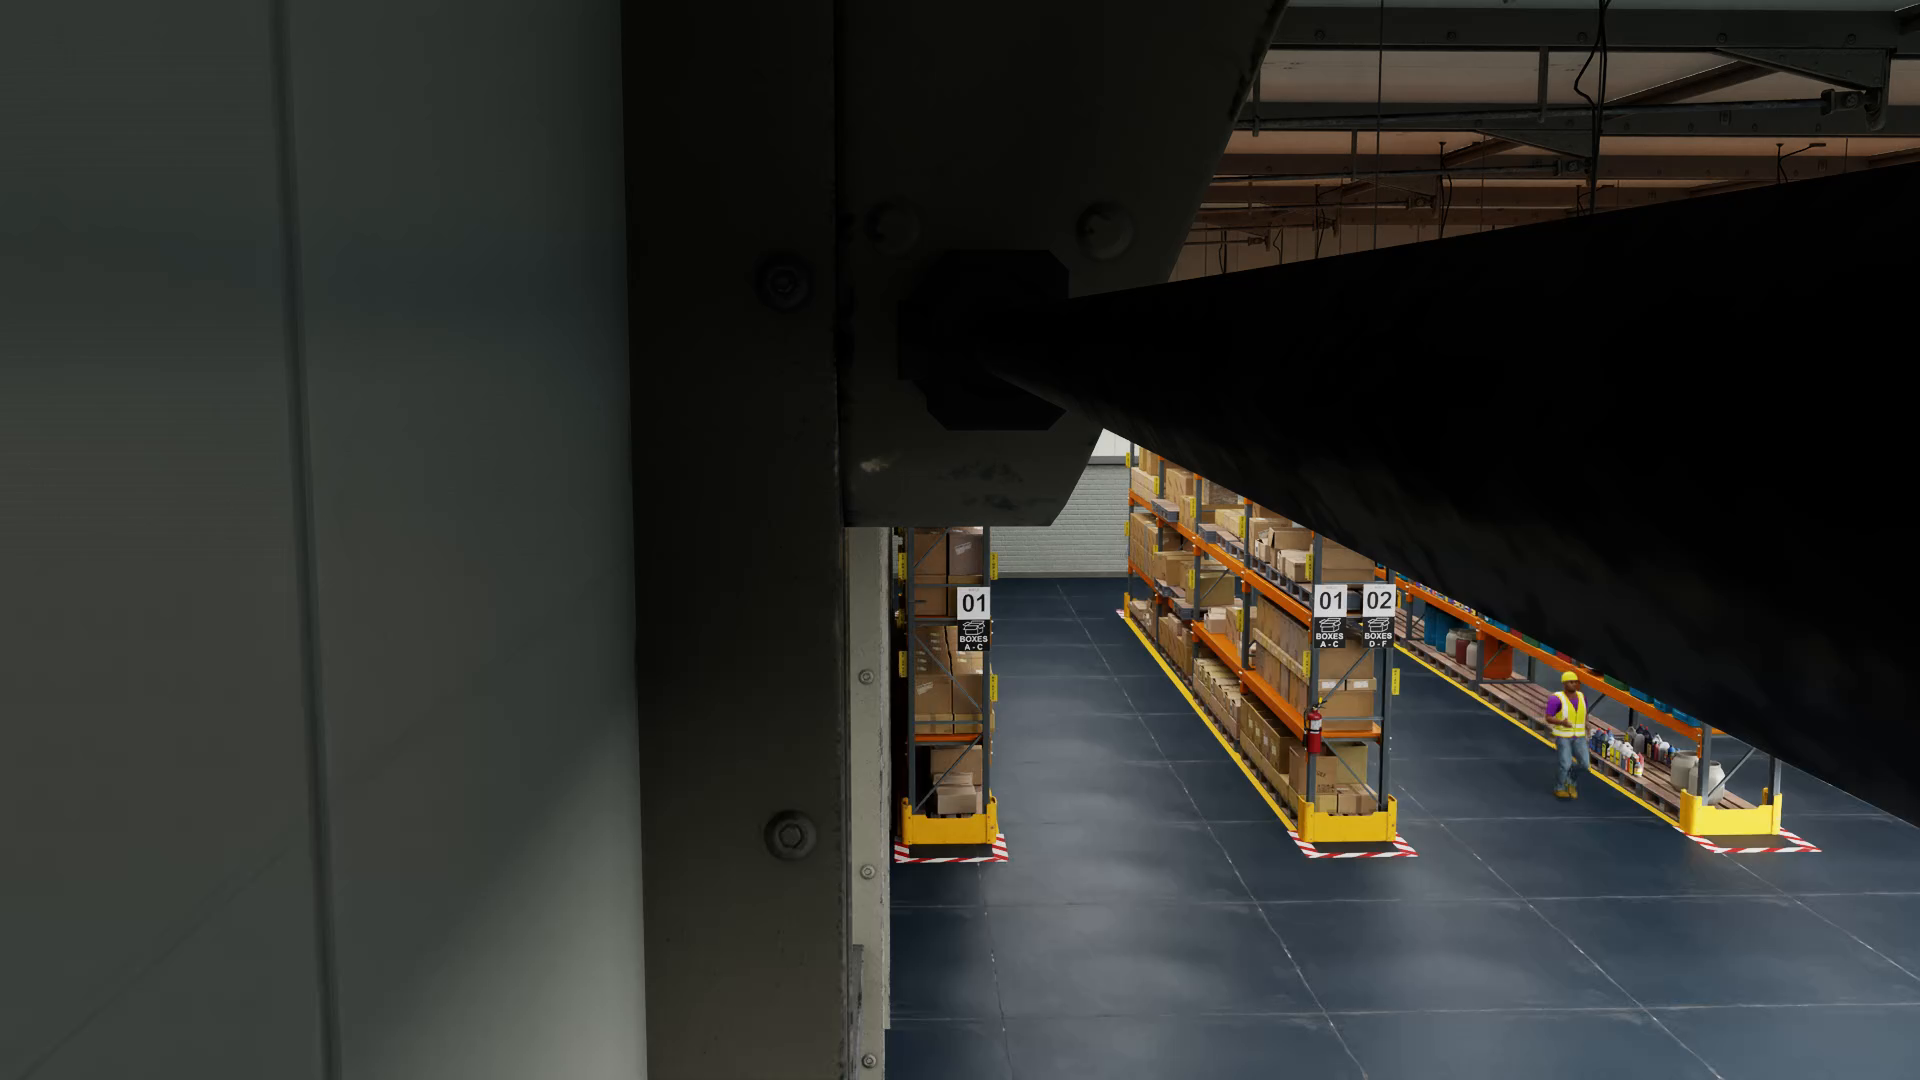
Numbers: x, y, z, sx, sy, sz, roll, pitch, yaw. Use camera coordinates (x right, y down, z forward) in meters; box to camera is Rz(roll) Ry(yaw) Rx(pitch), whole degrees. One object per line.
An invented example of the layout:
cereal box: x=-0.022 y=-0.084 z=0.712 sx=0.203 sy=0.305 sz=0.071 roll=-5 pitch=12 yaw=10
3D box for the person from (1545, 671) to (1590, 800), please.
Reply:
person: x=8.167 y=2.629 z=22.195 sx=0.681 sy=1.746 sz=0.622 roll=-1 pitch=7 yaw=-8
